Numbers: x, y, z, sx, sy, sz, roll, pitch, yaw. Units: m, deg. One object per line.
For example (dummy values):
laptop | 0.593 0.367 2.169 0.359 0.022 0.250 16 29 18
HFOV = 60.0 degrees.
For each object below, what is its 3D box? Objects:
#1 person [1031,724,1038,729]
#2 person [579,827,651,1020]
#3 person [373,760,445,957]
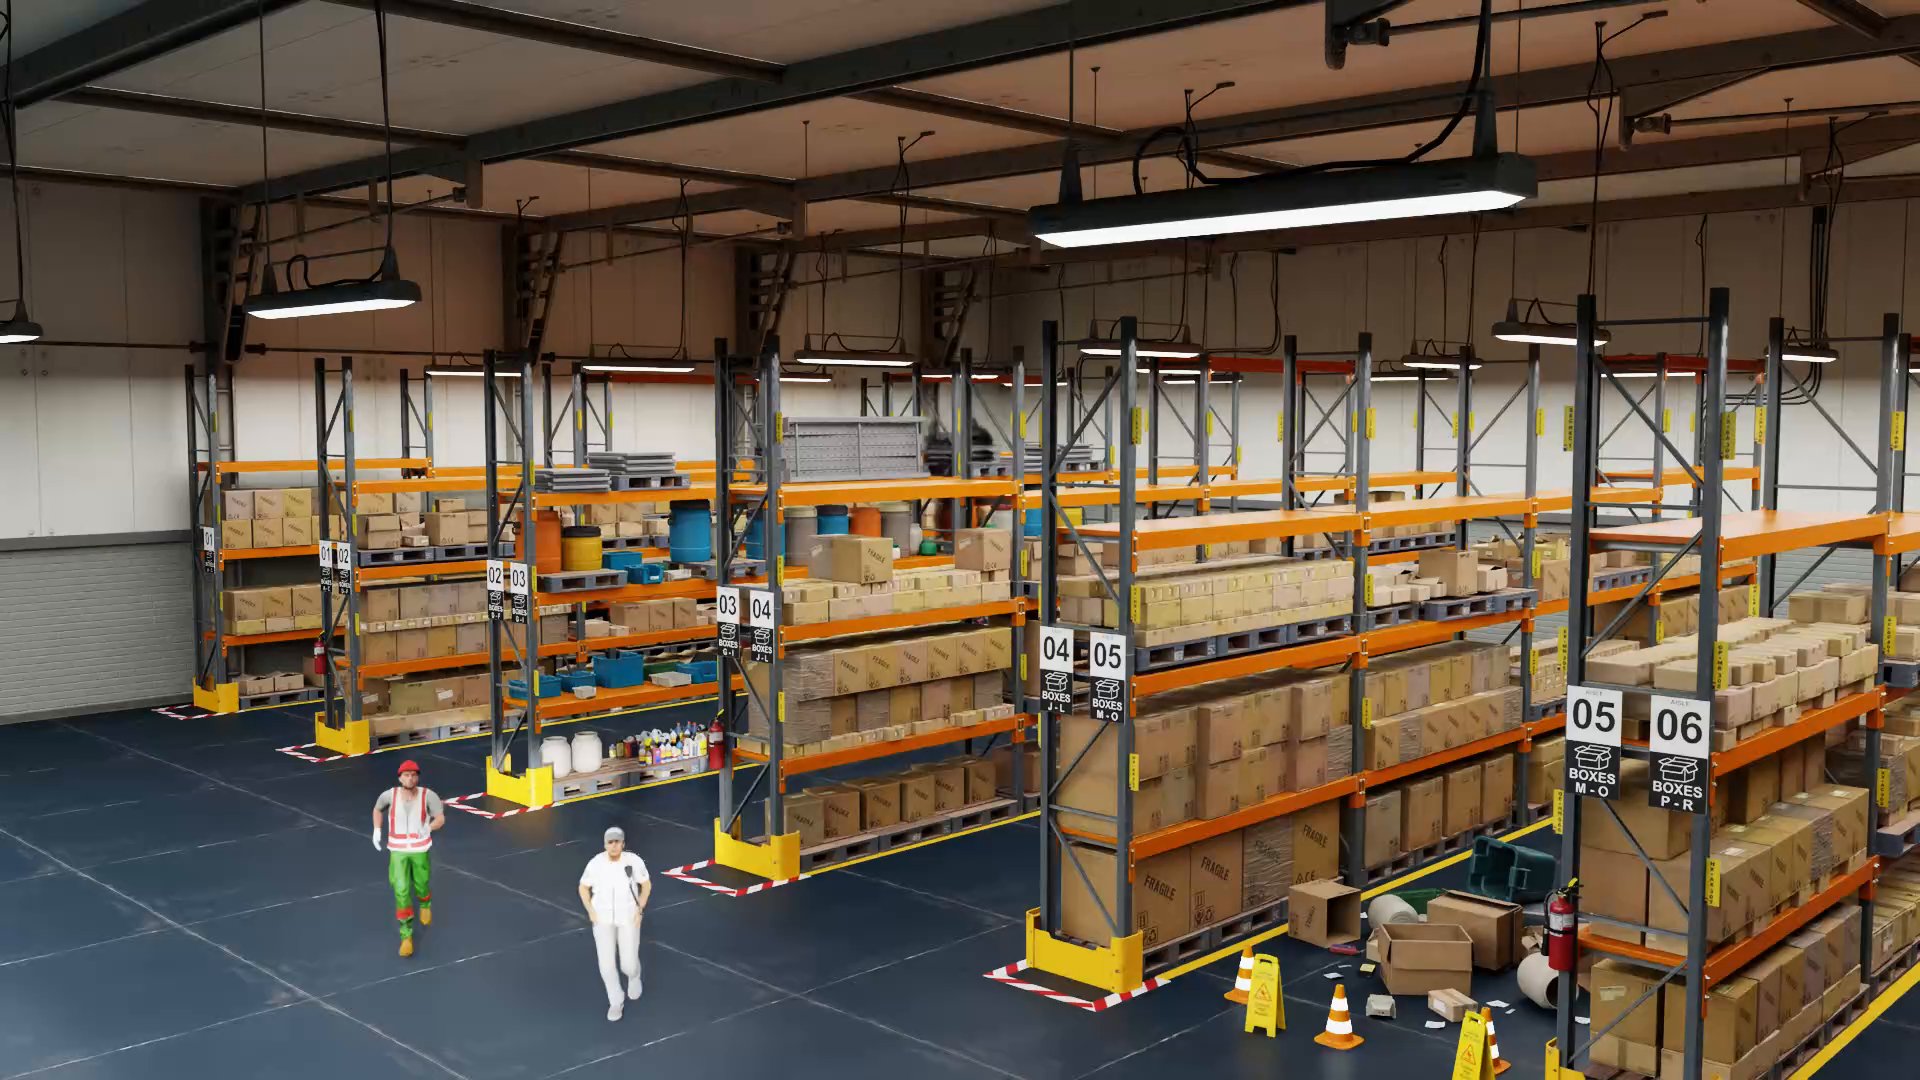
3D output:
person | 1.008 2.153 25.206 0.506 1.688 0.691 3 5 31
person | -2.969 3.262 14.305 0.610 1.635 0.551 0 4 -5
person | -5.353 3.018 16.174 0.671 1.793 1.005 -1 5 -17
